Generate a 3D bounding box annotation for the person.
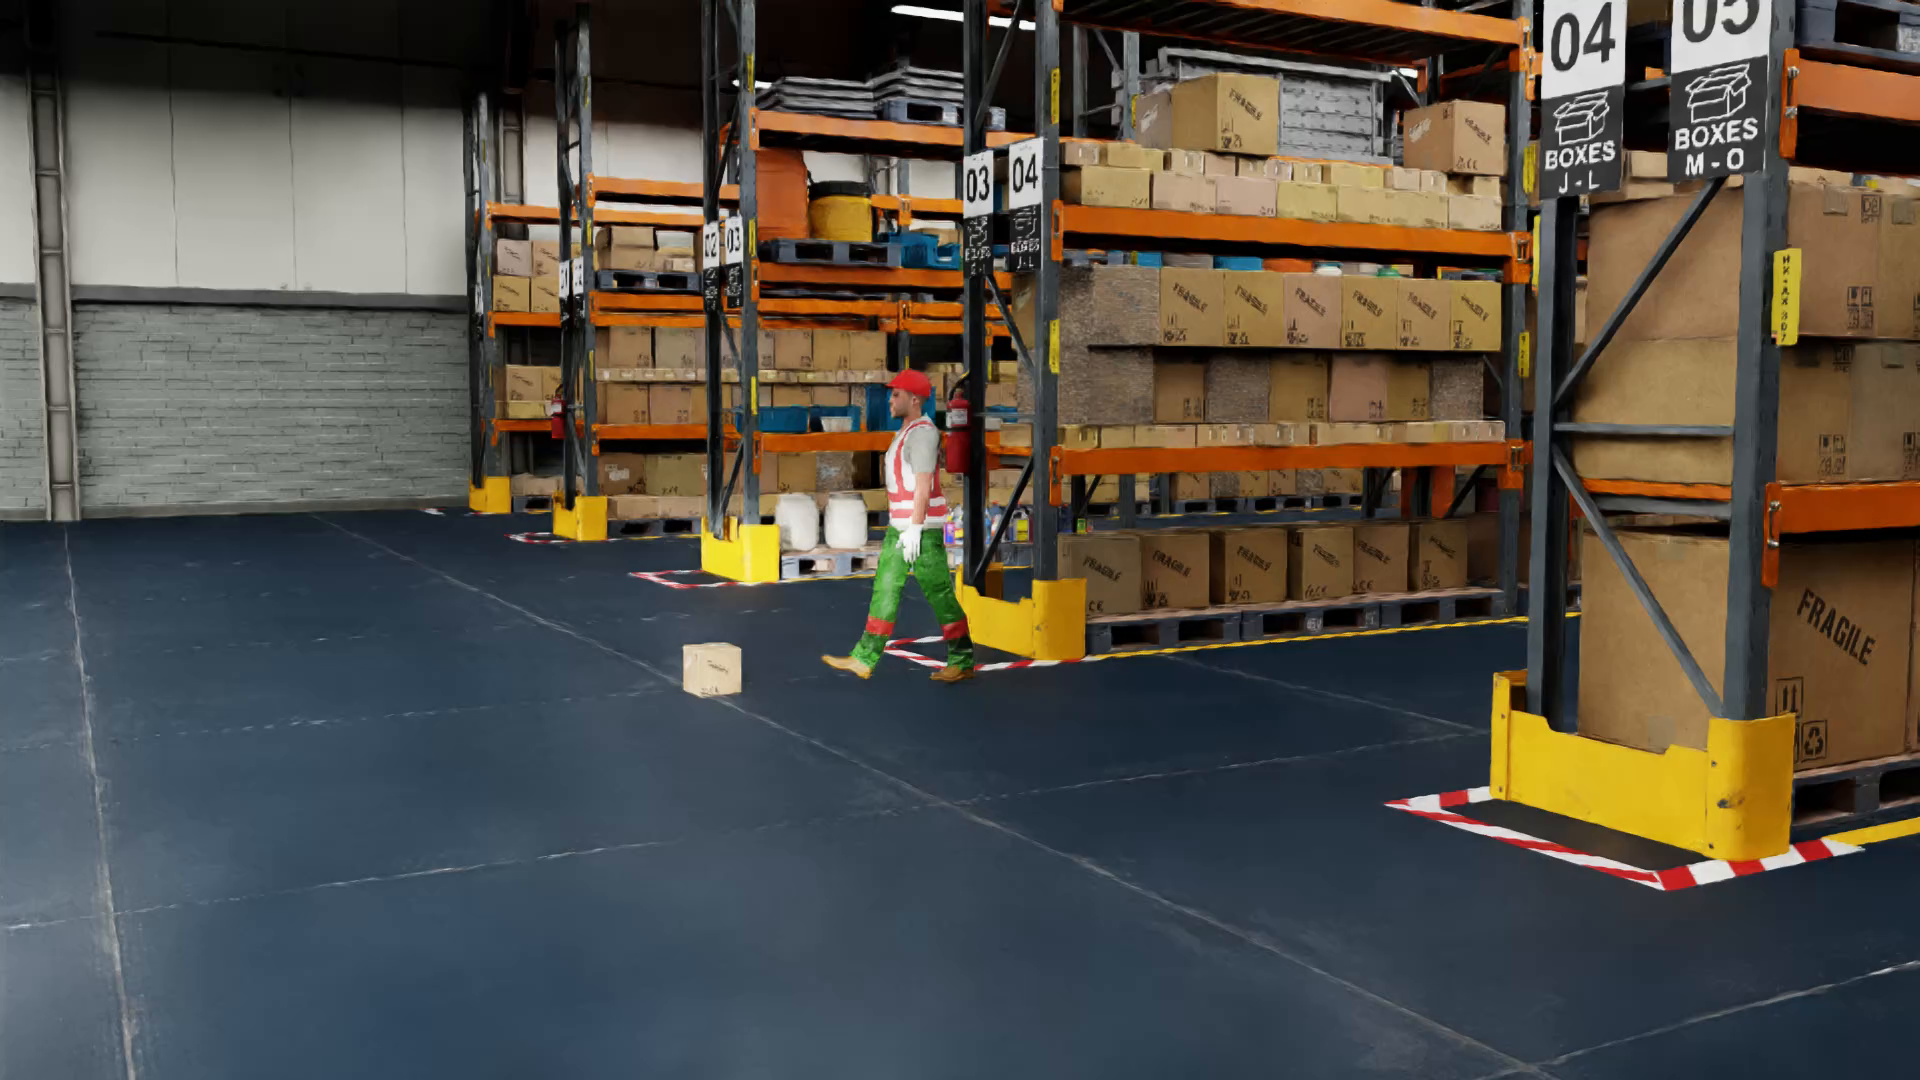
[{"bbox_3d":[-0.339,-0.076,9.369,0.836,1.766,0.571,-1,5,-15],"label":"person"}]
